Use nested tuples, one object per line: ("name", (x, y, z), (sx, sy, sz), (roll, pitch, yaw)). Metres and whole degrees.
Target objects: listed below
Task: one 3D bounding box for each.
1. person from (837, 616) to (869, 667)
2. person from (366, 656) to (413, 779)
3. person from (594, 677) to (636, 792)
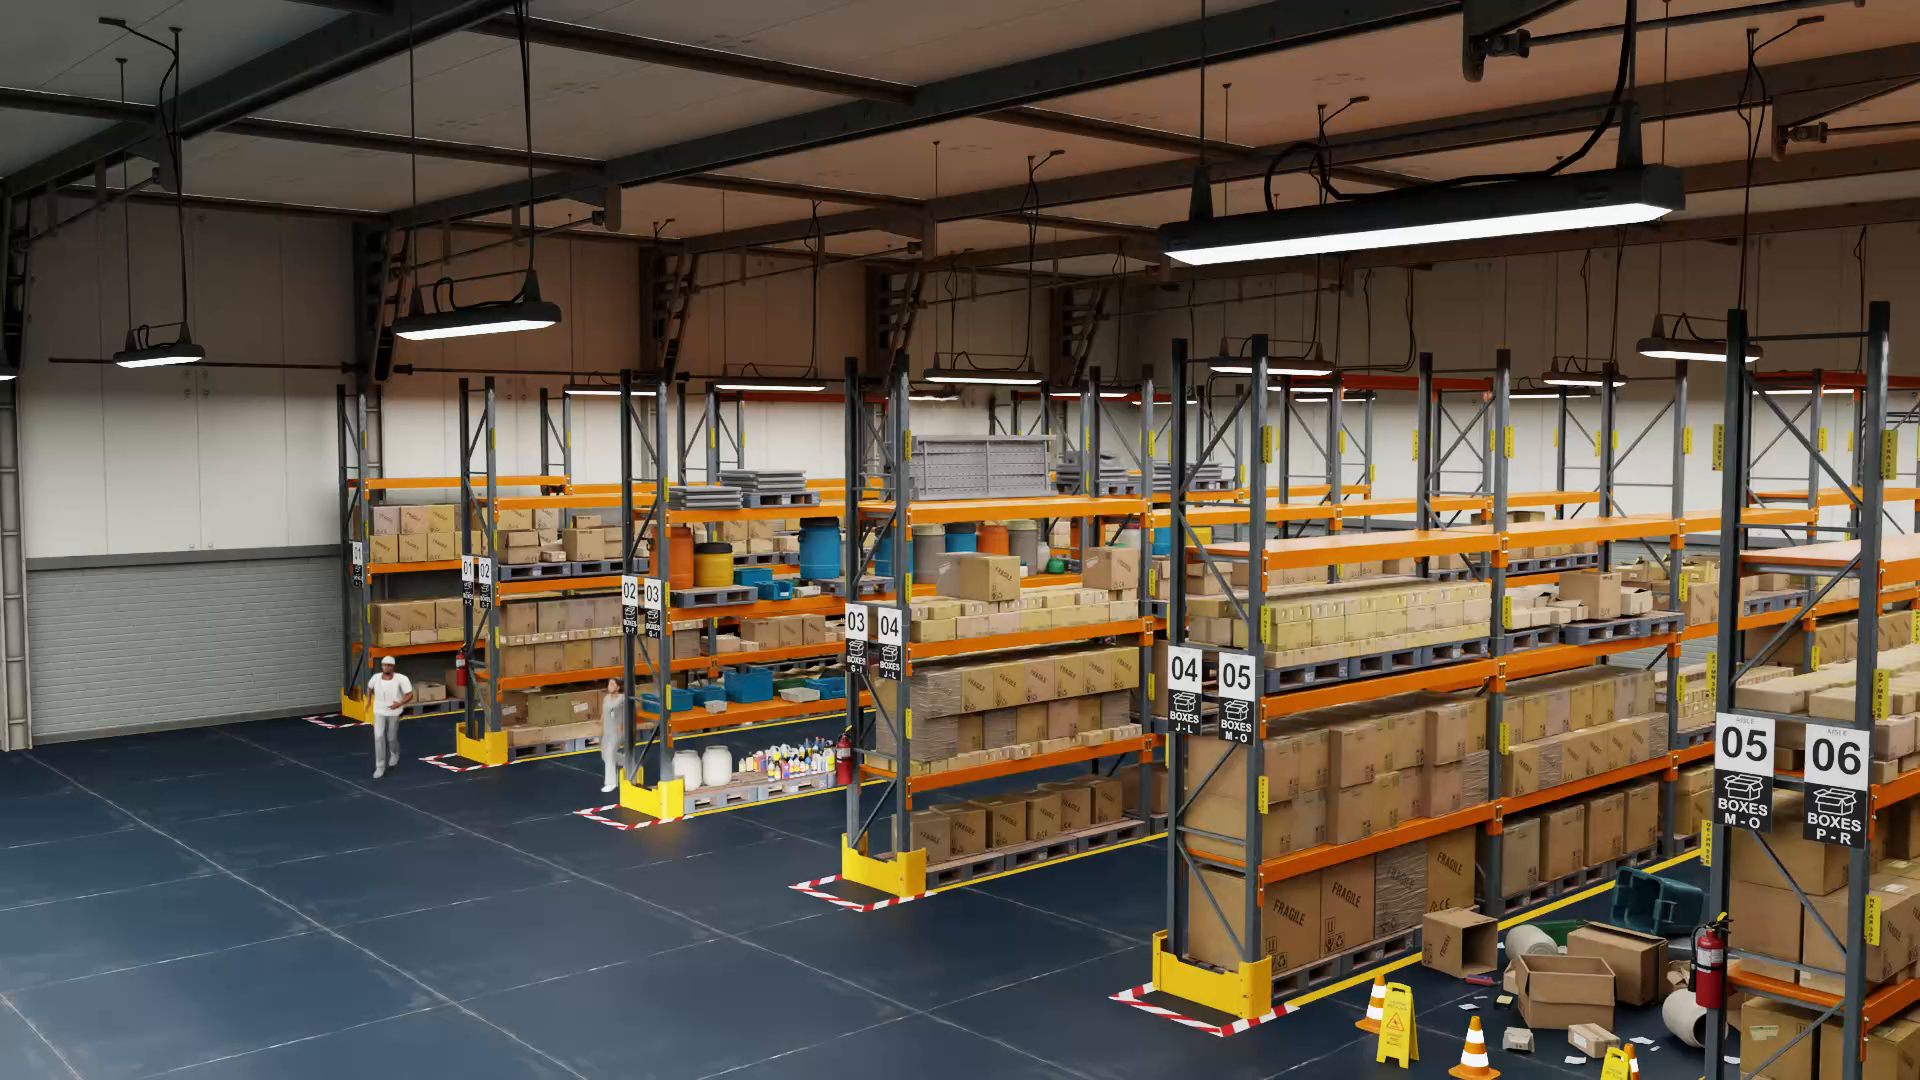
("person", (-2.189, 2.119, 33.543), (0.902, 1.671, 0.653), (-3, 5, -43))
("person", (-8.637, 2.629, 25.135), (0.708, 1.778, 0.938), (0, 4, -7))
("person", (-4.943, 2.785, 24.051), (0.572, 1.643, 0.694), (2, 4, 29))
